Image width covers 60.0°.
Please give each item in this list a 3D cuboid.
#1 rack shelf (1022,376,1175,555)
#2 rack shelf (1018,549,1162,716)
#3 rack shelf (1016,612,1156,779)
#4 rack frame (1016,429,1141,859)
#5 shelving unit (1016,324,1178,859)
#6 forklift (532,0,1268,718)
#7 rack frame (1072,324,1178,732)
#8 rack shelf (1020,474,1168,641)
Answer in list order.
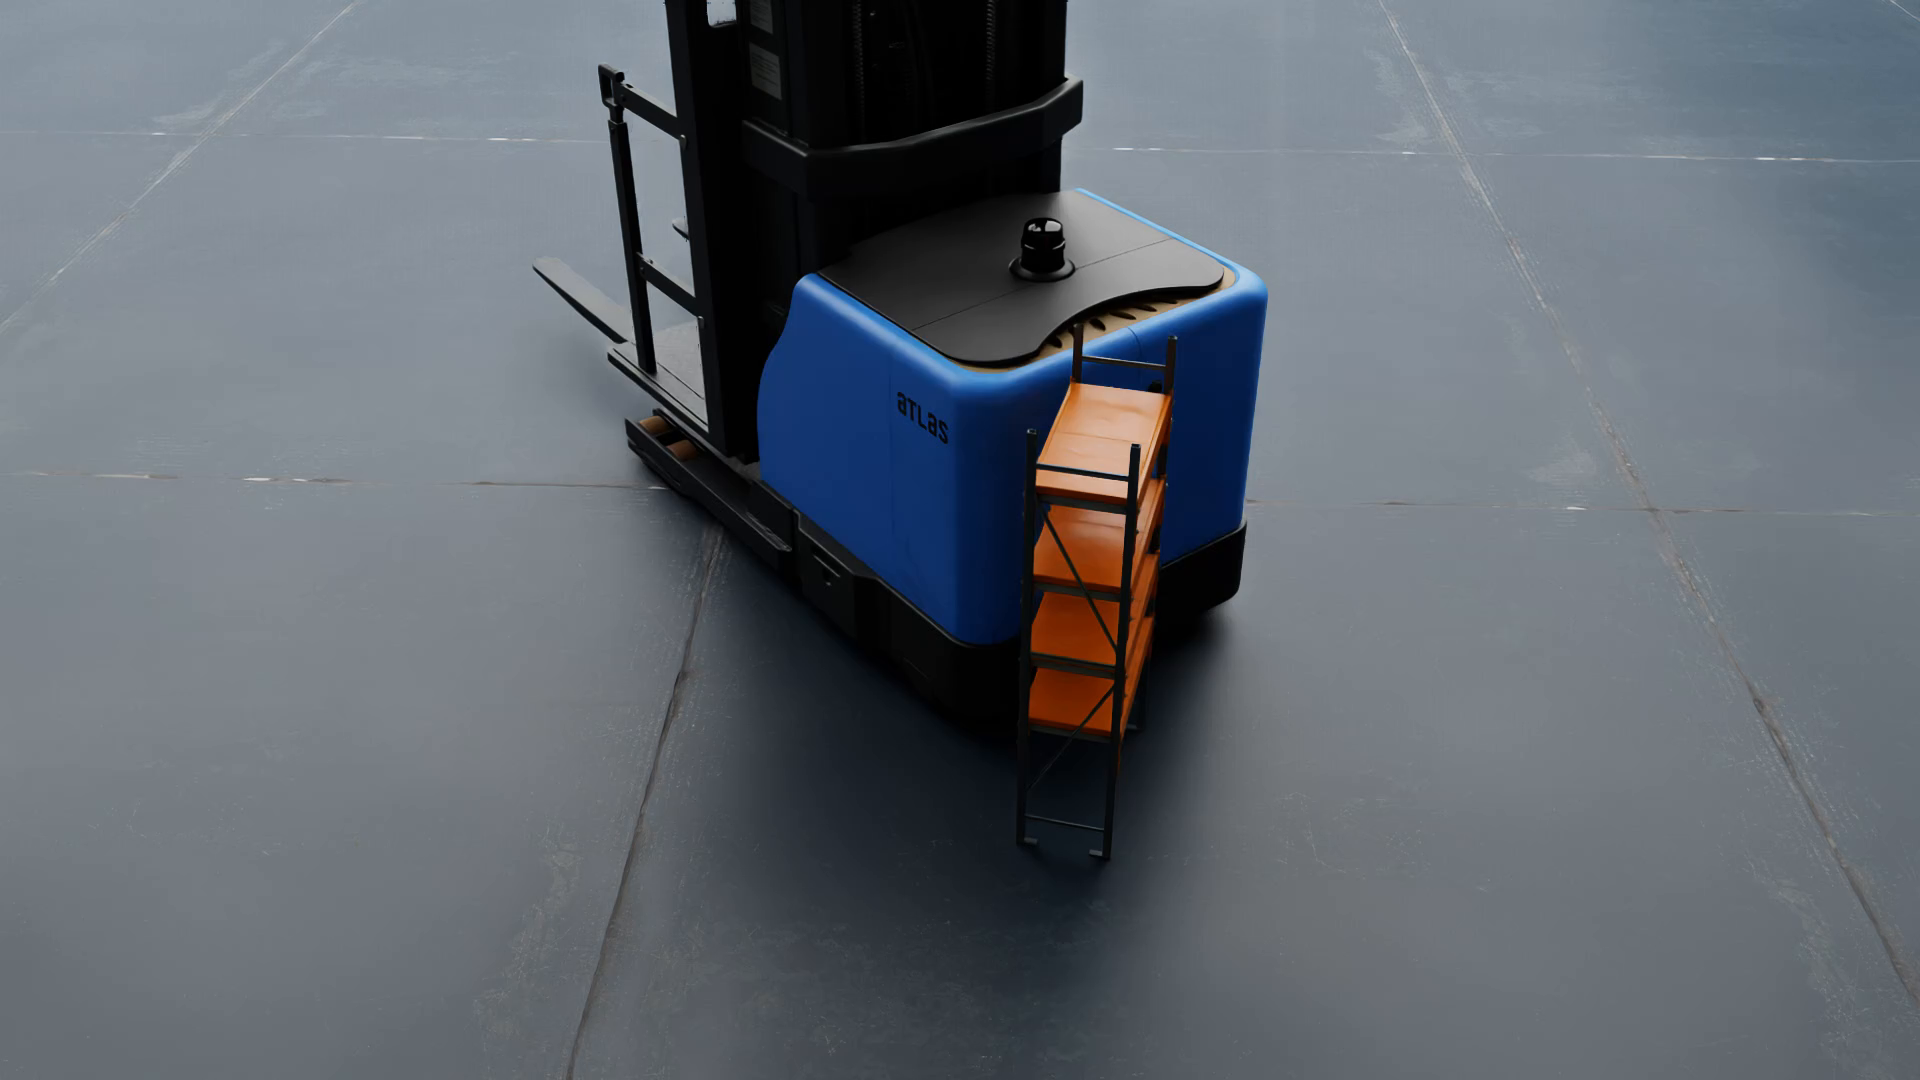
[{"bbox_3d":[0.321,-0.178,3.776,0.258,0.148,0.480,9,36,12],"label":"rack shelf"},{"bbox_3d":[0.321,0.199,4.041,0.258,0.148,0.480,9,36,12],"label":"rack shelf"},{"bbox_3d":[0.321,0.361,4.155,0.258,0.148,0.480,9,36,12],"label":"rack shelf"},{"bbox_3d":[0.258,0.279,3.809,0.240,1.200,0.015,9,36,12],"label":"rack frame"},{"bbox_3d":[0.321,0.144,4.002,0.258,1.200,0.503,9,36,12],"label":"shelving unit"},{"bbox_3d":[-0.462,-1.513,4.854,1.130,2.935,3.031,-24,41,-30],"label":"forklift"},{"bbox_3d":[0.384,0.008,4.195,0.240,1.200,0.015,9,36,12],"label":"rack frame"},{"bbox_3d":[0.321,0.016,3.912,0.258,0.148,0.480,9,36,12],"label":"rack shelf"}]
